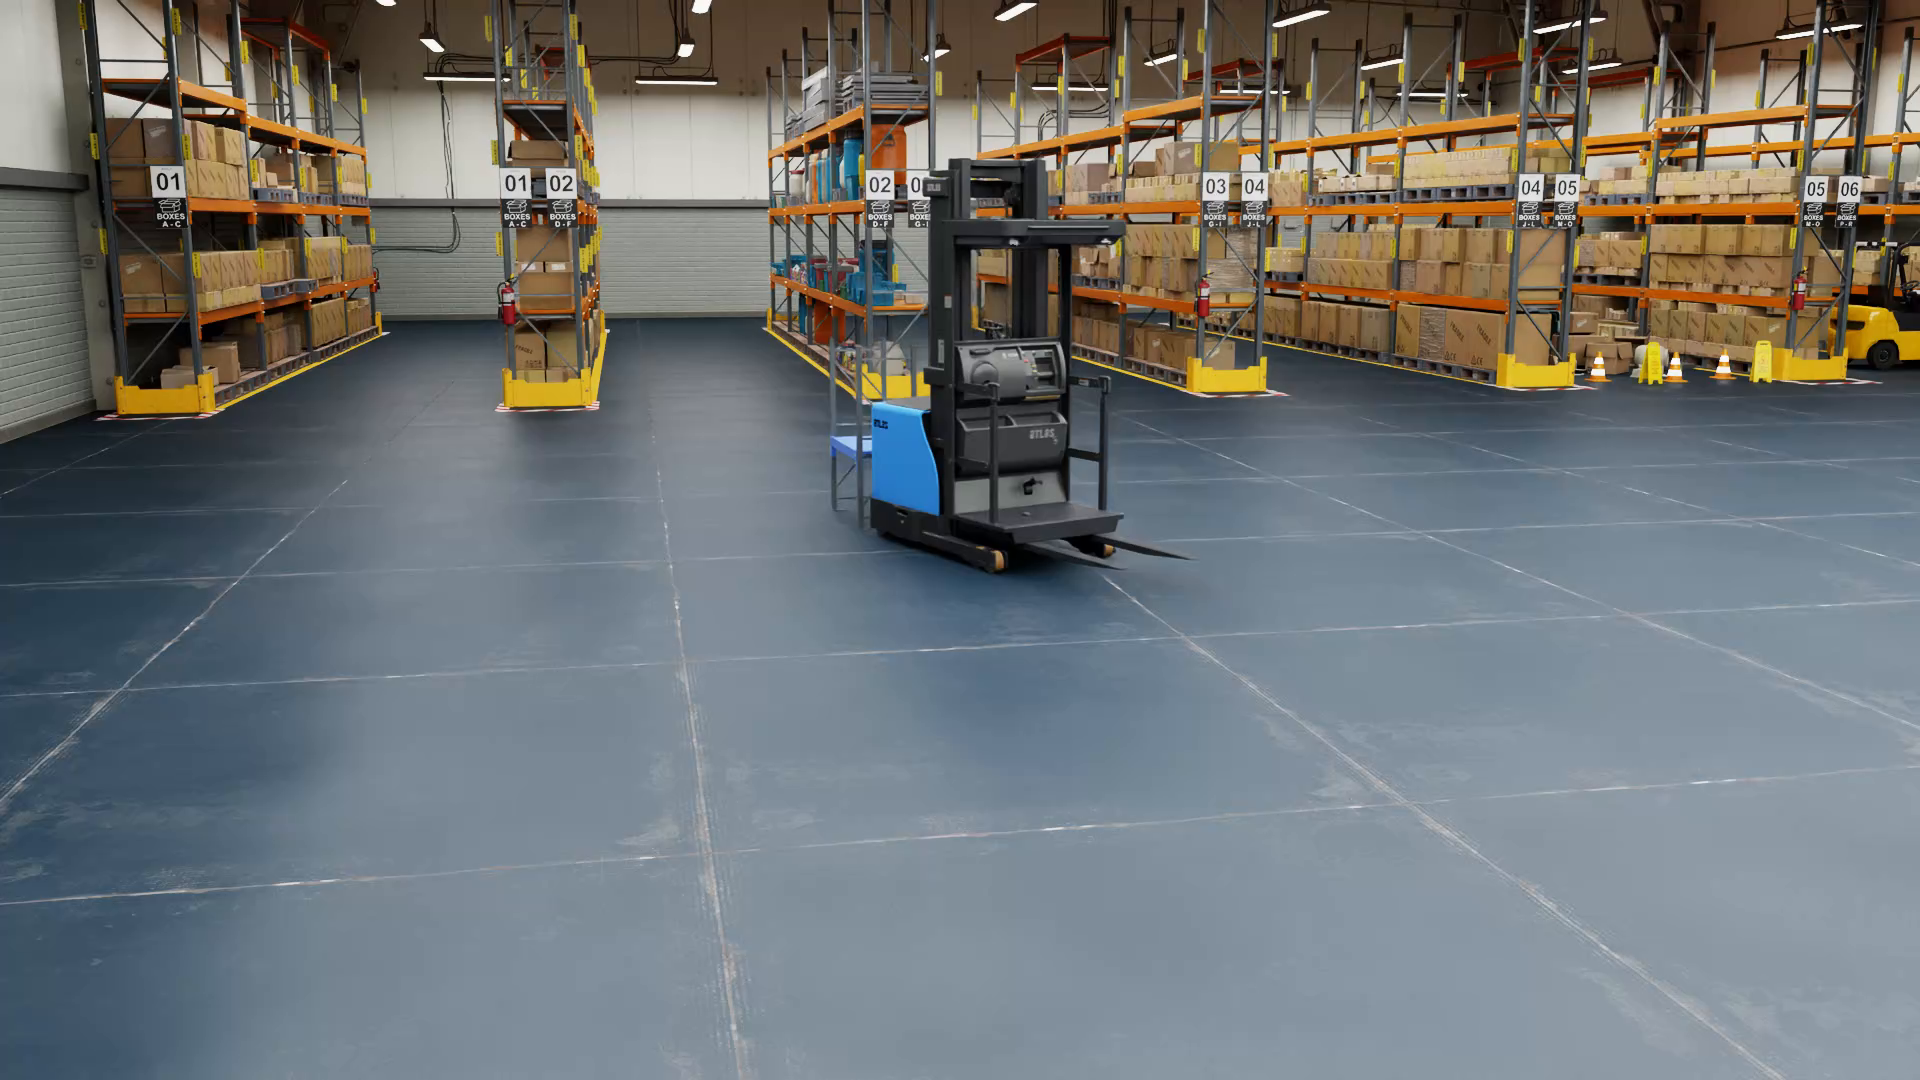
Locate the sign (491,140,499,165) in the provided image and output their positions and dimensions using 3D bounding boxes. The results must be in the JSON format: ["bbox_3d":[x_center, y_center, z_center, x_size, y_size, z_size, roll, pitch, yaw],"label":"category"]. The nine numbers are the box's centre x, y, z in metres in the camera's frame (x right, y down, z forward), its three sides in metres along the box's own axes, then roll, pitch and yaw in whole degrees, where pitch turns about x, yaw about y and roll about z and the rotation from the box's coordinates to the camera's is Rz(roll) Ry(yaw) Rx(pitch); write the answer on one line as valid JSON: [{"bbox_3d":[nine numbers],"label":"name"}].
[{"bbox_3d":[-6.237,-5.200,22.318,0.100,0.325,0.005,-2,11,-11],"label":"sign"}]

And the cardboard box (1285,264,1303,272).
[{"bbox_3d":[6.798,-5.493,33.584,0.380,0.149,0.250,-2,11,-10],"label":"cardboard box"}]

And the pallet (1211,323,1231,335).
[{"bbox_3d":[6.402,-4.822,37.968,1.003,0.211,1.213,-2,11,-11],"label":"pallet"}]

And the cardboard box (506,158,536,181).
[{"bbox_3d":[-6.292,-5.356,24.035,0.500,0.311,0.500,-1,11,-4],"label":"cardboard box"}]

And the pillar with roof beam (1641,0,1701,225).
[{"bbox_3d":[12.797,-9.401,38.522,9.100,9.000,0.548,-2,11,-11],"label":"pillar with roof beam"}]

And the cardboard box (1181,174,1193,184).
[{"bbox_3d":[3.560,-5.441,25.073,0.380,0.149,0.250,-3,11,-13],"label":"cardboard box"}]

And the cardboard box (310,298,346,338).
[{"bbox_3d":[-12.640,-4.404,32.938,0.750,0.750,0.750,-2,11,-10],"label":"cardboard box"}]

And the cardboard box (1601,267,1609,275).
[{"bbox_3d":[12.416,-5.110,31.572,0.380,0.149,0.250,-2,11,-11],"label":"cardboard box"}]

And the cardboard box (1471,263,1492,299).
[{"bbox_3d":[8.656,-4.110,26.364,0.875,0.550,0.550,-2,11,-11],"label":"cardboard box"}]

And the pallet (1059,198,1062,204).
[{"bbox_3d":[2.063,-6.877,33.787,1.003,0.211,1.213,-2,11,-8],"label":"pallet"}]

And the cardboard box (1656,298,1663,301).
[{"bbox_3d":[16.271,-5.577,38.302,0.380,0.149,0.250,-3,11,-14],"label":"cardboard box"}]

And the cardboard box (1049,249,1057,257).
[{"bbox_3d":[2.210,-5.971,33.595,0.797,0.503,0.637,-2,11,-10],"label":"cardboard box"}]

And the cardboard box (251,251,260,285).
[{"bbox_3d":[-10.943,-4.130,25.214,0.500,0.500,0.500,-2,11,-11],"label":"cardboard box"}]

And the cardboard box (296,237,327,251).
[{"bbox_3d":[-12.263,-5.584,31.390,0.500,0.250,0.500,-2,11,-12],"label":"cardboard box"}]

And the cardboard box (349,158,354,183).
[{"bbox_3d":[-12.965,-7.717,34.702,0.500,0.500,0.500,-2,11,-11],"label":"cardboard box"}]

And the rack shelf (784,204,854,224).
[{"bbox_3d":[-2.787,-6.482,33.130,1.077,0.370,4.000,-2,11,-11],"label":"rack shelf"}]

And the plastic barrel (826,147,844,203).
[{"bbox_3d":[-1.932,-6.066,27.683,0.600,0.901,0.708,-2,11,-11],"label":"plastic barrel"}]

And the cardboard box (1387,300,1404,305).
[{"bbox_3d":[11.038,-5.665,40.668,0.875,0.438,0.875,-2,11,-9],"label":"cardboard box"}]

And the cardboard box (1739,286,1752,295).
[{"bbox_3d":[13.188,-4.142,27.606,0.380,0.149,0.250,-2,11,-10],"label":"cardboard box"}]

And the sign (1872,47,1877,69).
[{"bbox_3d":[14.269,-7.532,25.995,0.100,0.325,0.005,-2,11,-11],"label":"sign"}]

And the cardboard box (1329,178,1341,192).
[{"bbox_3d":[7.368,-6.759,31.675,0.500,0.250,0.500,-2,11,-9],"label":"cardboard box"}]

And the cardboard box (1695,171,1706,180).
[{"bbox_3d":[12.945,-6.286,28.715,0.380,0.149,0.250,-2,11,-13],"label":"cardboard box"}]

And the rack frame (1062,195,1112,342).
[{"bbox_3d":[2.460,-5.175,32.362,1.000,3.000,0.127,-2,11,-11],"label":"rack frame"}]

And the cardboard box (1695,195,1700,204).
[{"bbox_3d":[12.983,-5.897,28.808,0.380,0.149,0.250,-2,11,-13],"label":"cardboard box"}]

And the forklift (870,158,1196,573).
[{"bbox_3d":[0.508,-1.302,12.196,1.130,2.935,3.031,-7,13,-33],"label":"forklift"}]

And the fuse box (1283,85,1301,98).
[{"bbox_3d":[9.263,-12.540,46.459,0.513,0.334,0.176,-2,11,-11],"label":"fuse box"}]

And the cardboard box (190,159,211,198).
[{"bbox_3d":[-10.449,-4.870,22.417,0.500,0.500,0.500,-1,11,-7],"label":"cardboard box"}]

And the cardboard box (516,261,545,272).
[{"bbox_3d":[-6.015,-3.827,23.278,0.380,0.149,0.250,-2,11,-10],"label":"cardboard box"}]

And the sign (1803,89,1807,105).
[{"bbox_3d":[17.593,-9.221,34.654,0.100,0.325,0.005,-2,11,-11],"label":"sign"}]

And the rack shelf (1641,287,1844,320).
[{"bbox_3d":[13.348,-4.081,28.541,1.077,0.370,4.000,-2,11,-11],"label":"rack shelf"}]

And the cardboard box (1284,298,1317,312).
[{"bbox_3d":[6.955,-4.799,33.946,0.500,0.250,0.500,-2,11,-12],"label":"cardboard box"}]

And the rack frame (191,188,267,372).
[{"bbox_3d":[-11.338,-3.901,25.669,1.000,3.000,0.127,-2,11,-11],"label":"rack frame"}]

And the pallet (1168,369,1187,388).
[{"bbox_3d":[3.878,-2.502,25.777,1.003,0.211,1.213,-2,11,-11],"label":"pallet"}]

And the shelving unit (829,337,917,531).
[{"bbox_3d":[-0.737,-0.917,14.006,0.538,1.500,1.048,-3,11,-16],"label":"shelving unit"}]

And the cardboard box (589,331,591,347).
[{"bbox_3d":[-6.316,-3.298,27.230,0.500,0.311,0.500,-2,11,-11],"label":"cardboard box"}]

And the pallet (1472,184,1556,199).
[{"bbox_3d":[8.747,-5.435,25.944,1.003,0.211,1.213,-2,11,-11],"label":"pallet"}]

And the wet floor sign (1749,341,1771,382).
[{"bbox_3d":[12.724,-2.838,26.379,0.267,0.644,0.232,2,11,9],"label":"wet floor sign"}]

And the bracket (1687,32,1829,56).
[{"bbox_3d":[17.257,-10.761,36.041,0.076,0.066,4.783,-2,11,-11],"label":"bracket"}]

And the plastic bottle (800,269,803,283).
[{"bbox_3d":[-3.117,-5.206,32.836,0.061,0.283,0.133,-2,11,-11],"label":"plastic bottle"}]

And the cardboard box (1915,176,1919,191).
[{"bbox_3d":[17.750,-6.506,30.184,0.500,0.311,0.500,-2,11,-10],"label":"cardboard box"}]

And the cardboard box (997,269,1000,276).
[{"bbox_3d":[1.051,-6.065,37.710,0.380,0.149,0.250,-2,11,-12],"label":"cardboard box"}]

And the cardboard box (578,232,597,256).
[{"bbox_3d":[-7.851,-6.186,34.732,0.500,0.500,0.500,-2,11,-10],"label":"cardboard box"}]

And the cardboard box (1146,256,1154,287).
[{"bbox_3d":[3.524,-4.371,27.074,0.875,0.500,0.500,-2,11,-11],"label":"cardboard box"}]

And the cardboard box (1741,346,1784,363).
[{"bbox_3d":[13.311,-3.066,27.515,0.500,0.250,0.500,-2,11,-11],"label":"cardboard box"}]

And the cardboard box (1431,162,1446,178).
[{"bbox_3d":[8.142,-6.120,27.519,0.500,0.250,0.500,-2,11,-12],"label":"cardboard box"}]

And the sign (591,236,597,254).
[{"bbox_3d":[-6.714,-5.405,30.474,0.100,0.325,0.005,-2,11,-11],"label":"sign"}]

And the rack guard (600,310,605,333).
[{"bbox_3d":[-8.799,-5.041,38.342,1.175,0.500,0.348,-2,11,-11],"label":"rack guard"}]

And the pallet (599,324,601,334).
[{"bbox_3d":[-8.643,-4.752,37.601,1.003,0.211,1.213,-2,11,-11],"label":"pallet"}]

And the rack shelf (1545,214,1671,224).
[{"bbox_3d":[15.882,-7.937,40.776,1.077,0.370,4.000,-2,11,-11],"label":"rack shelf"}]

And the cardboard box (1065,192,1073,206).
[{"bbox_3d":[2.302,-6.479,31.594,0.500,0.250,0.500,-2,11,-10],"label":"cardboard box"}]

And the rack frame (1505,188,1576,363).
[{"bbox_3d":[8.901,-3.869,25.504,1.000,3.000,0.127,-2,11,-11],"label":"rack frame"}]

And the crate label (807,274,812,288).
[{"bbox_3d":[-2.684,-4.822,30.954,0.303,0.233,0.416,-2,11,-11],"label":"crate label"}]

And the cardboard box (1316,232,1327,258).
[{"bbox_3d":[7.423,-5.794,32.675,0.700,0.500,0.500,-2,11,-11],"label":"cardboard box"}]

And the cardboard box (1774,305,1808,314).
[{"bbox_3d":[17.292,-4.522,34.159,0.875,0.625,0.625,-2,11,-9],"label":"cardboard box"}]
